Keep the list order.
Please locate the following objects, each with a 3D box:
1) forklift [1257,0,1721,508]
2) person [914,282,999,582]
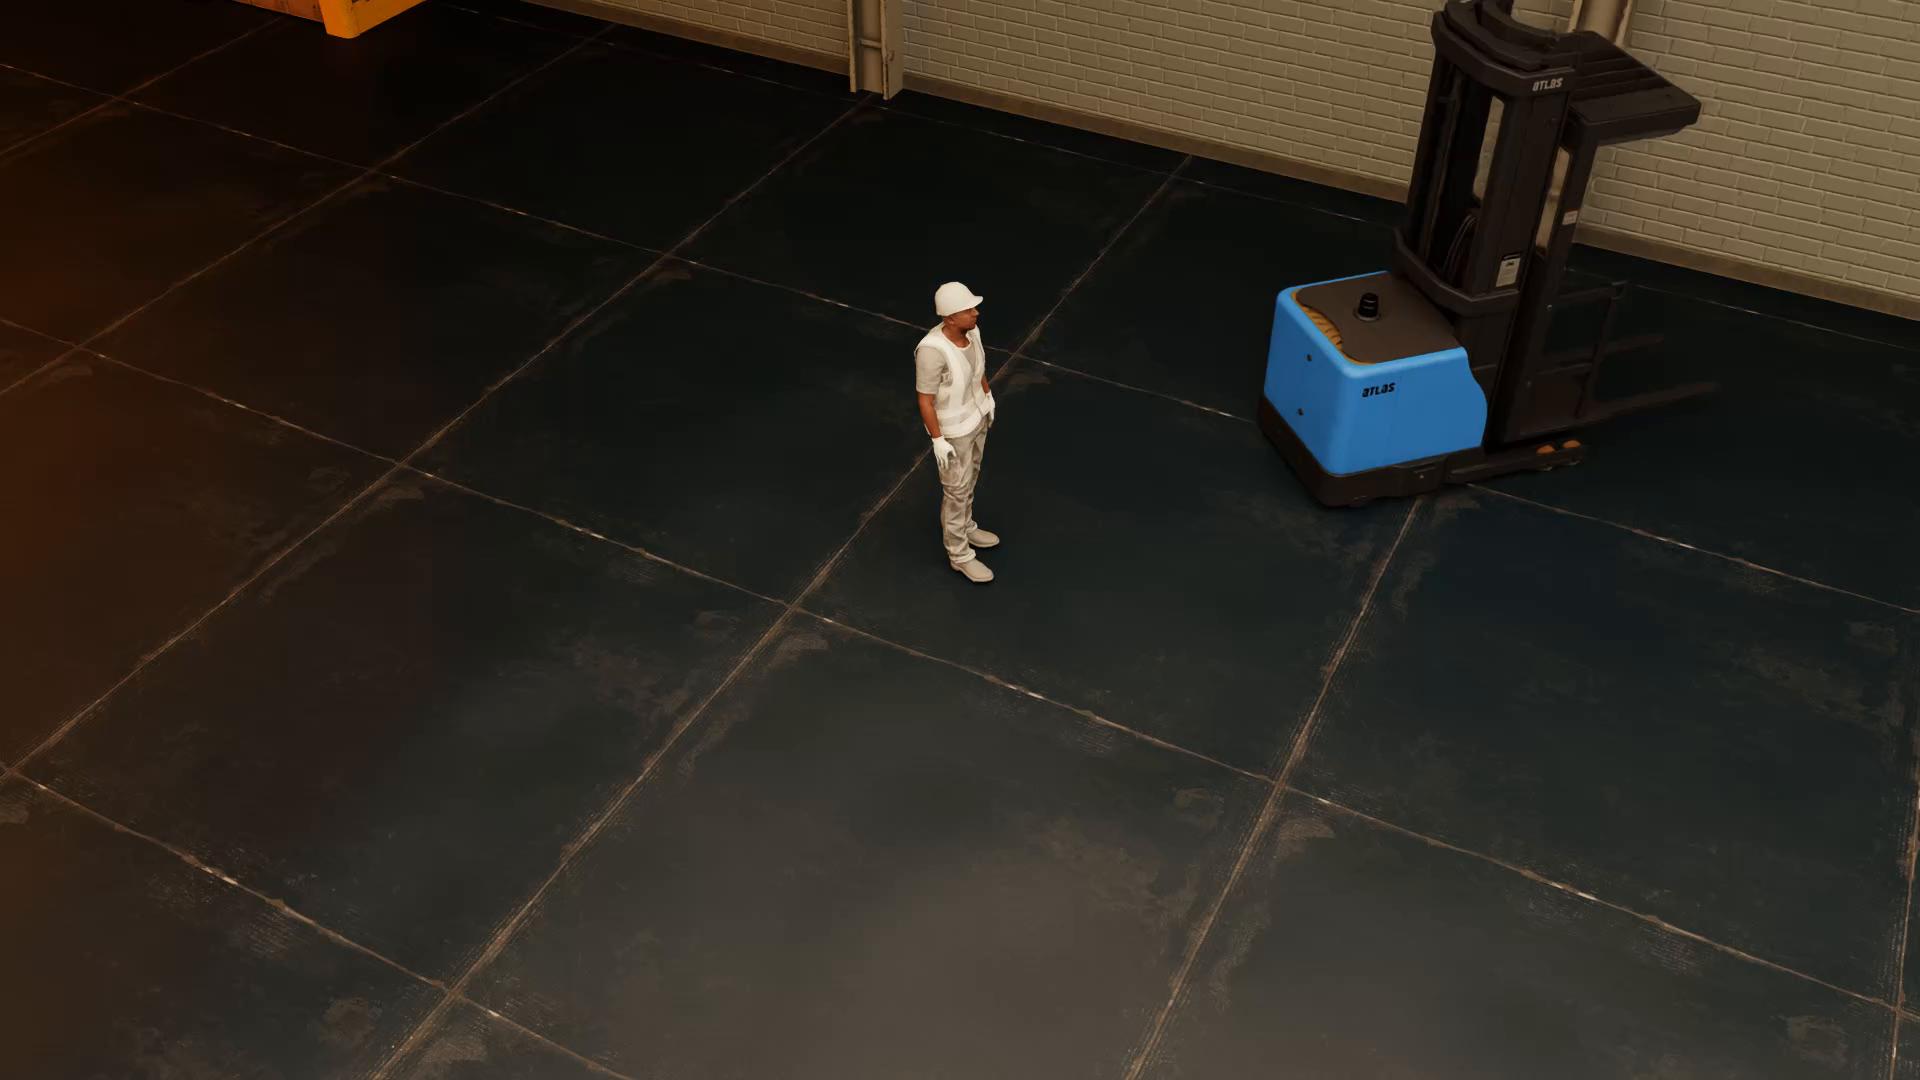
[{"bbox_3d":[3.555,-1.880,10.219,3.031,2.935,1.130,-12,42,-14],"label":"forklift"},{"bbox_3d":[0.060,-0.661,9.651,0.576,1.783,0.657,18,43,21],"label":"person"}]
